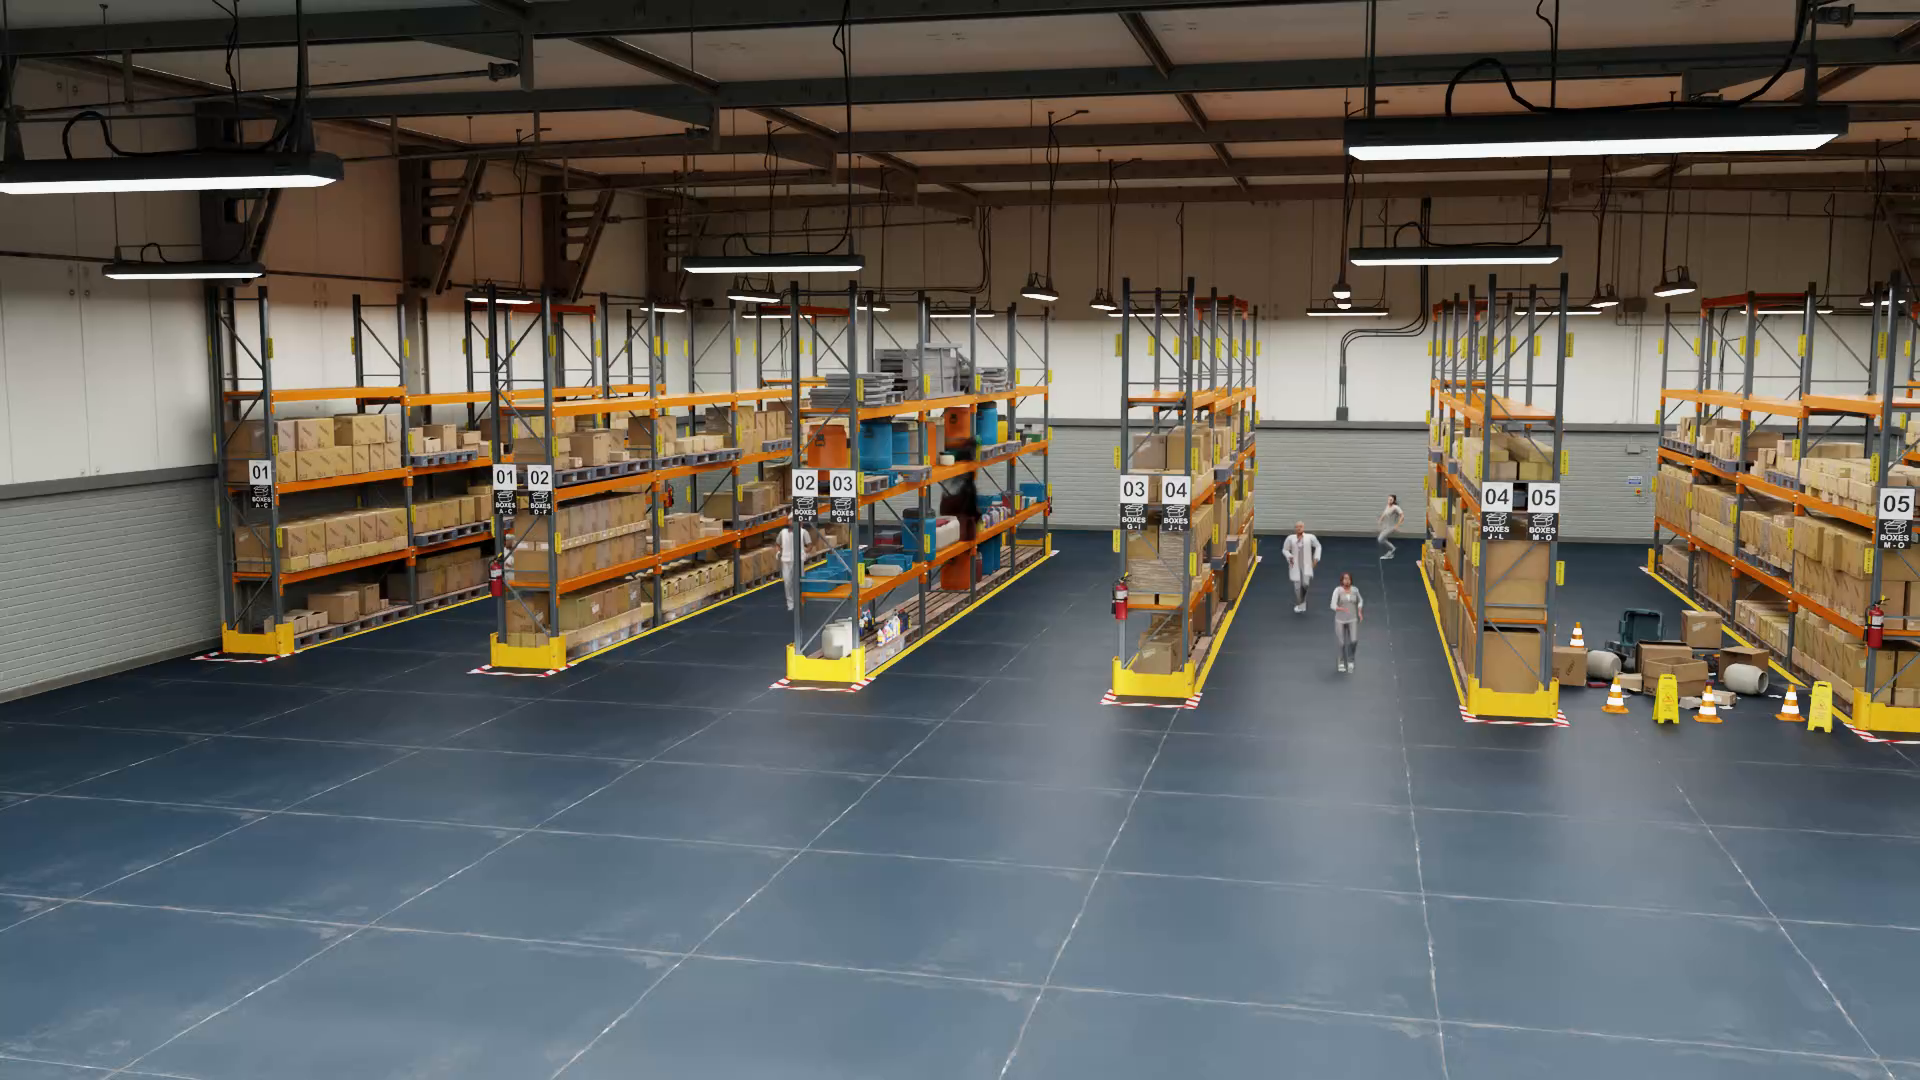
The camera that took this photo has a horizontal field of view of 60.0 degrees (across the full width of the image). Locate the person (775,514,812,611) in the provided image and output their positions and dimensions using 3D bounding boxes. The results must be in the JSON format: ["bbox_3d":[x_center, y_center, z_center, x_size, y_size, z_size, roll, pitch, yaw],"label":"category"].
[{"bbox_3d":[-3.025,0.394,30.081,0.685,1.748,0.605,0,7,3],"label":"person"}]

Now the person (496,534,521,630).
[{"bbox_3d":[-8.104,0.741,29.951,0.582,1.726,0.775,0,7,2],"label":"person"}]

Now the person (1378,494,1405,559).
[{"bbox_3d":[10.188,-0.295,39.484,0.543,1.577,0.705,-2,7,-17],"label":"person"}]

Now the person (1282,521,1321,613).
[{"bbox_3d":[6.463,0.556,31.546,0.722,1.652,0.668,2,7,15],"label":"person"}]

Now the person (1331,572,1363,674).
[{"bbox_3d":[5.950,1.274,25.565,0.510,1.578,0.640,1,7,6],"label":"person"}]
